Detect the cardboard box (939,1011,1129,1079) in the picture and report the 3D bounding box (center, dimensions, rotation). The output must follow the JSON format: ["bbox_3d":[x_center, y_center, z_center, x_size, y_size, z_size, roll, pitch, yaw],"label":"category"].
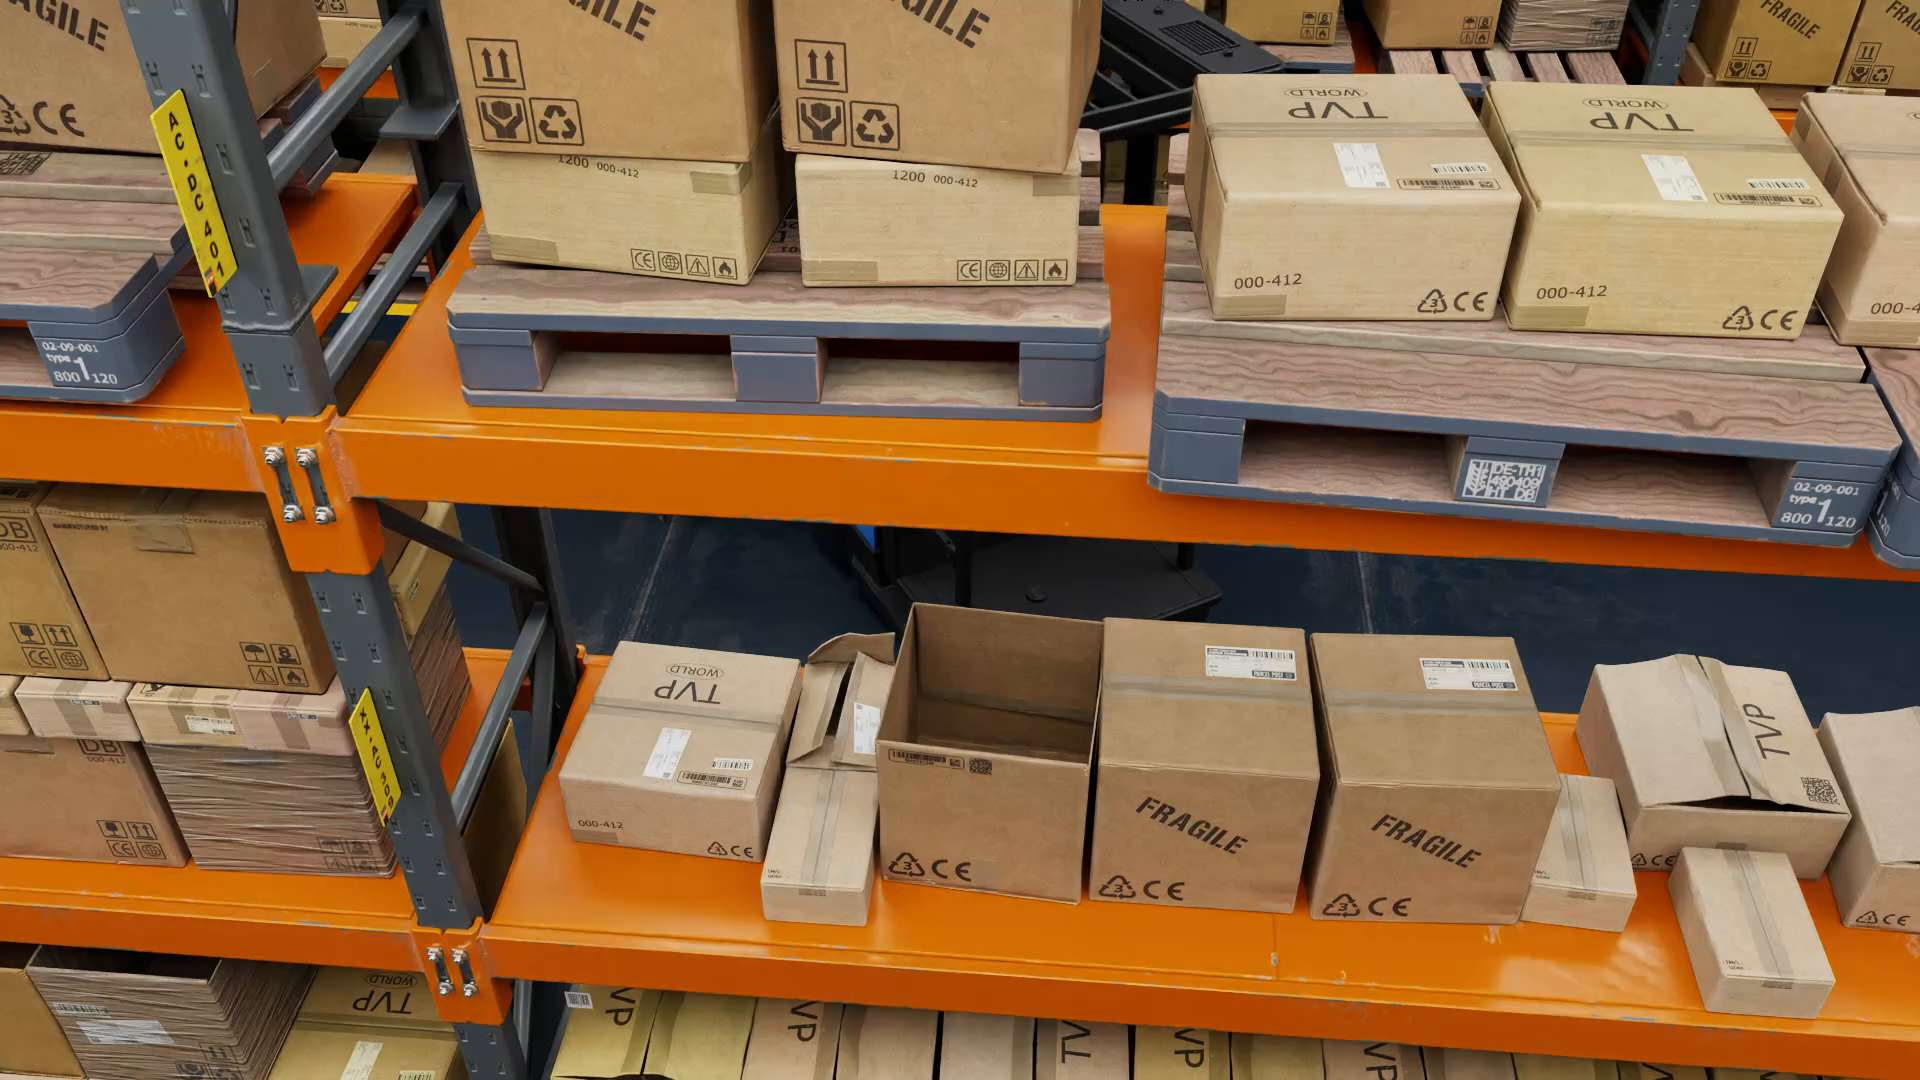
[{"bbox_3d":[0.203,1.408,4.546,0.500,0.311,0.500,2,39,2],"label":"cardboard box"}]

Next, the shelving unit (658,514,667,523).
[{"bbox_3d":[-1.169,-0.691,7.149,0.503,1.200,0.258,-24,45,-26],"label":"shelving unit"}]

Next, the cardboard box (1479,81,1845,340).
[{"bbox_3d":[1.234,-0.611,3.034,0.500,0.250,0.500,2,39,3],"label":"cardboard box"}]

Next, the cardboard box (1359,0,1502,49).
[{"bbox_3d":[2.180,-2.656,7.709,0.500,0.500,0.700,0,39,0],"label":"cardboard box"}]

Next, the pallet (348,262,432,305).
[{"bbox_3d":[-2.668,-1.629,9.084,1.213,0.211,1.003,3,39,4],"label":"pallet"}]

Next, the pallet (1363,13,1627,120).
[{"bbox_3d":[2.489,-2.311,7.865,1.003,0.211,1.213,3,39,4],"label":"pallet"}]

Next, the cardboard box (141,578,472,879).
[{"bbox_3d":[-1.644,0.425,4.272,0.500,0.500,0.700,2,39,3],"label":"cardboard box"}]

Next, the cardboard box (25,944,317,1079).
[{"bbox_3d":[-2.179,1.175,4.682,0.500,0.500,0.500,3,39,4],"label":"cardboard box"}]

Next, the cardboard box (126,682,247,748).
[{"bbox_3d":[-1.737,0.299,3.913,0.250,0.149,0.380,2,39,3],"label":"cardboard box"}]

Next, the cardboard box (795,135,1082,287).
[{"bbox_3d":[-0.041,-0.716,3.163,0.500,0.250,0.500,0,39,-1],"label":"cardboard box"}]

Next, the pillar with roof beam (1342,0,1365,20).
[{"bbox_3d":[1.616,-2.647,3.374,0.400,9.000,9.100,3,39,4],"label":"pillar with roof beam"}]

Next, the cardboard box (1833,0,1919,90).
[{"bbox_3d":[4.191,-2.353,7.435,0.500,0.500,0.500,4,39,5],"label":"cardboard box"}]

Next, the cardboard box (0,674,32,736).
[{"bbox_3d":[-2.259,0.273,3.946,0.250,0.149,0.380,3,39,4],"label":"cardboard box"}]

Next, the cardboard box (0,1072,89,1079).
[{"bbox_3d":[-2.679,1.449,4.939,0.500,0.250,0.500,3,39,4],"label":"cardboard box"}]

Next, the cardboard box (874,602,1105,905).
[{"bbox_3d":[0.088,0.526,4.148,0.500,0.500,0.500,6,40,7],"label":"cardboard box"}]

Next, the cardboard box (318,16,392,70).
[{"bbox_3d":[-2.775,-2.493,8.039,0.500,0.250,0.500,3,39,4],"label":"cardboard box"}]

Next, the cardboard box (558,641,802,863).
[{"bbox_3d":[-0.707,0.542,4.327,0.500,0.250,0.500,5,39,7],"label":"cardboard box"}]

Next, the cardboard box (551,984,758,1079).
[{"bbox_3d":[-0.811,1.350,4.617,0.500,0.311,0.500,3,39,4],"label":"cardboard box"}]

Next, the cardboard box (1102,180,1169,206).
[{"bbox_3d":[0.981,-1.753,8.659,0.500,0.500,0.700,4,39,4],"label":"cardboard box"}]

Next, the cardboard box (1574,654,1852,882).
[{"bbox_3d":[1.910,0.566,4.249,0.500,0.311,0.500,3,39,3],"label":"cardboard box"}]

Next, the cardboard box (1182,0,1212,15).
[{"bbox_3d":[0.942,-2.740,7.813,0.500,0.500,0.700,8,40,10],"label":"cardboard box"}]

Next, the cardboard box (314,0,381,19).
[{"bbox_3d":[-2.792,-2.789,7.809,0.500,0.500,0.500,4,39,5],"label":"cardboard box"}]

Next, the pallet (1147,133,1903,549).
[{"bbox_3d":[0.986,-0.428,3.173,1.213,0.211,1.003,5,39,6],"label":"pallet"}]

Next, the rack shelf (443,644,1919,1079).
[{"bbox_3d":[0.792,0.872,4.372,4.000,0.370,1.077,3,39,4],"label":"rack shelf"}]

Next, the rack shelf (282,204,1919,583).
[{"bbox_3d":[0.792,-0.291,3.425,4.000,0.370,1.077,3,39,4],"label":"rack shelf"}]

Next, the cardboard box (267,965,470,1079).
[{"bbox_3d":[-1.682,1.500,4.876,0.500,0.250,0.500,3,39,4],"label":"cardboard box"}]

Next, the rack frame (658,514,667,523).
[{"bbox_3d":[-1.369,-0.603,7.040,0.015,1.200,0.240,-24,45,-26],"label":"rack frame"}]

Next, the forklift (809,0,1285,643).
[{"bbox_3d":[0.322,-0.753,5.853,1.130,2.935,3.031,-19,43,-21],"label":"forklift"}]

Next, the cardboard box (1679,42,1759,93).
[{"bbox_3d":[3.516,-2.160,7.711,0.250,0.149,0.380,3,39,3],"label":"cardboard box"}]

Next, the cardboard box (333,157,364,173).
[{"bbox_3d":[-3.513,-1.852,8.930,0.500,0.311,0.500,6,40,8],"label":"cardboard box"}]

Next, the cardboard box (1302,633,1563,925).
[{"bbox_3d":[1.111,0.582,4.079,0.500,0.500,0.500,1,39,1],"label":"cardboard box"}]

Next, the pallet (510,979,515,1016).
[{"bbox_3d":[-1.990,1.496,5.245,1.213,0.211,1.003,3,39,4],"label":"pallet"}]

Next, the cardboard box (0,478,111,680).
[{"bbox_3d":[-2.147,-0.104,3.895,0.500,0.500,0.700,3,39,4],"label":"cardboard box"}]

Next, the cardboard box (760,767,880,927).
[{"bbox_3d":[-0.336,0.759,4.141,0.250,0.149,0.380,3,39,4],"label":"cardboard box"}]

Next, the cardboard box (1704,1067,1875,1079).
[{"bbox_3d":[2.241,1.515,4.414,0.500,0.311,0.500,4,39,5],"label":"cardboard box"}]

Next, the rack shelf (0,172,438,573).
[{"bbox_3d":[-3.194,-0.509,3.693,4.000,0.370,1.077,3,39,4],"label":"rack shelf"}]

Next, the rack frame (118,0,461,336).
[{"bbox_3d":[-1.201,-1.842,2.385,0.127,3.000,1.000,3,39,4],"label":"rack frame"}]

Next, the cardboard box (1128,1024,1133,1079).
[{"bbox_3d":[0.712,1.649,4.693,0.500,0.250,0.500,4,39,5],"label":"cardboard box"}]

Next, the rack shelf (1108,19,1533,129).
[{"bbox_3d":[1.215,-2.243,8.200,4.000,0.370,1.077,3,39,4],"label":"rack shelf"}]

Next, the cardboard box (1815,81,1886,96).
[{"bbox_3d":[4.024,-2.073,7.604,0.250,0.149,0.380,4,39,5],"label":"cardboard box"}]

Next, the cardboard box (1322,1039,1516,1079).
[{"bbox_3d":[1.220,1.461,4.480,0.500,0.311,0.500,3,39,4],"label":"cardboard box"}]

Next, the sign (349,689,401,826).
[{"bbox_3d":[-1.247,0.467,3.551,0.005,0.325,0.100,3,39,4],"label":"sign"}]

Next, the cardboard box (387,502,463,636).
[{"bbox_3d":[-1.452,0.058,4.210,0.250,0.149,0.380,3,39,4],"label":"cardboard box"}]

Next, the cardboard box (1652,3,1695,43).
[{"bbox_3d":[3.554,-2.467,8.088,0.250,0.149,0.380,4,39,5],"label":"cardboard box"}]

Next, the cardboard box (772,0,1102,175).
[{"bbox_3d":[-0.021,-1.000,2.918,0.500,0.500,0.500,7,40,8],"label":"cardboard box"}]
